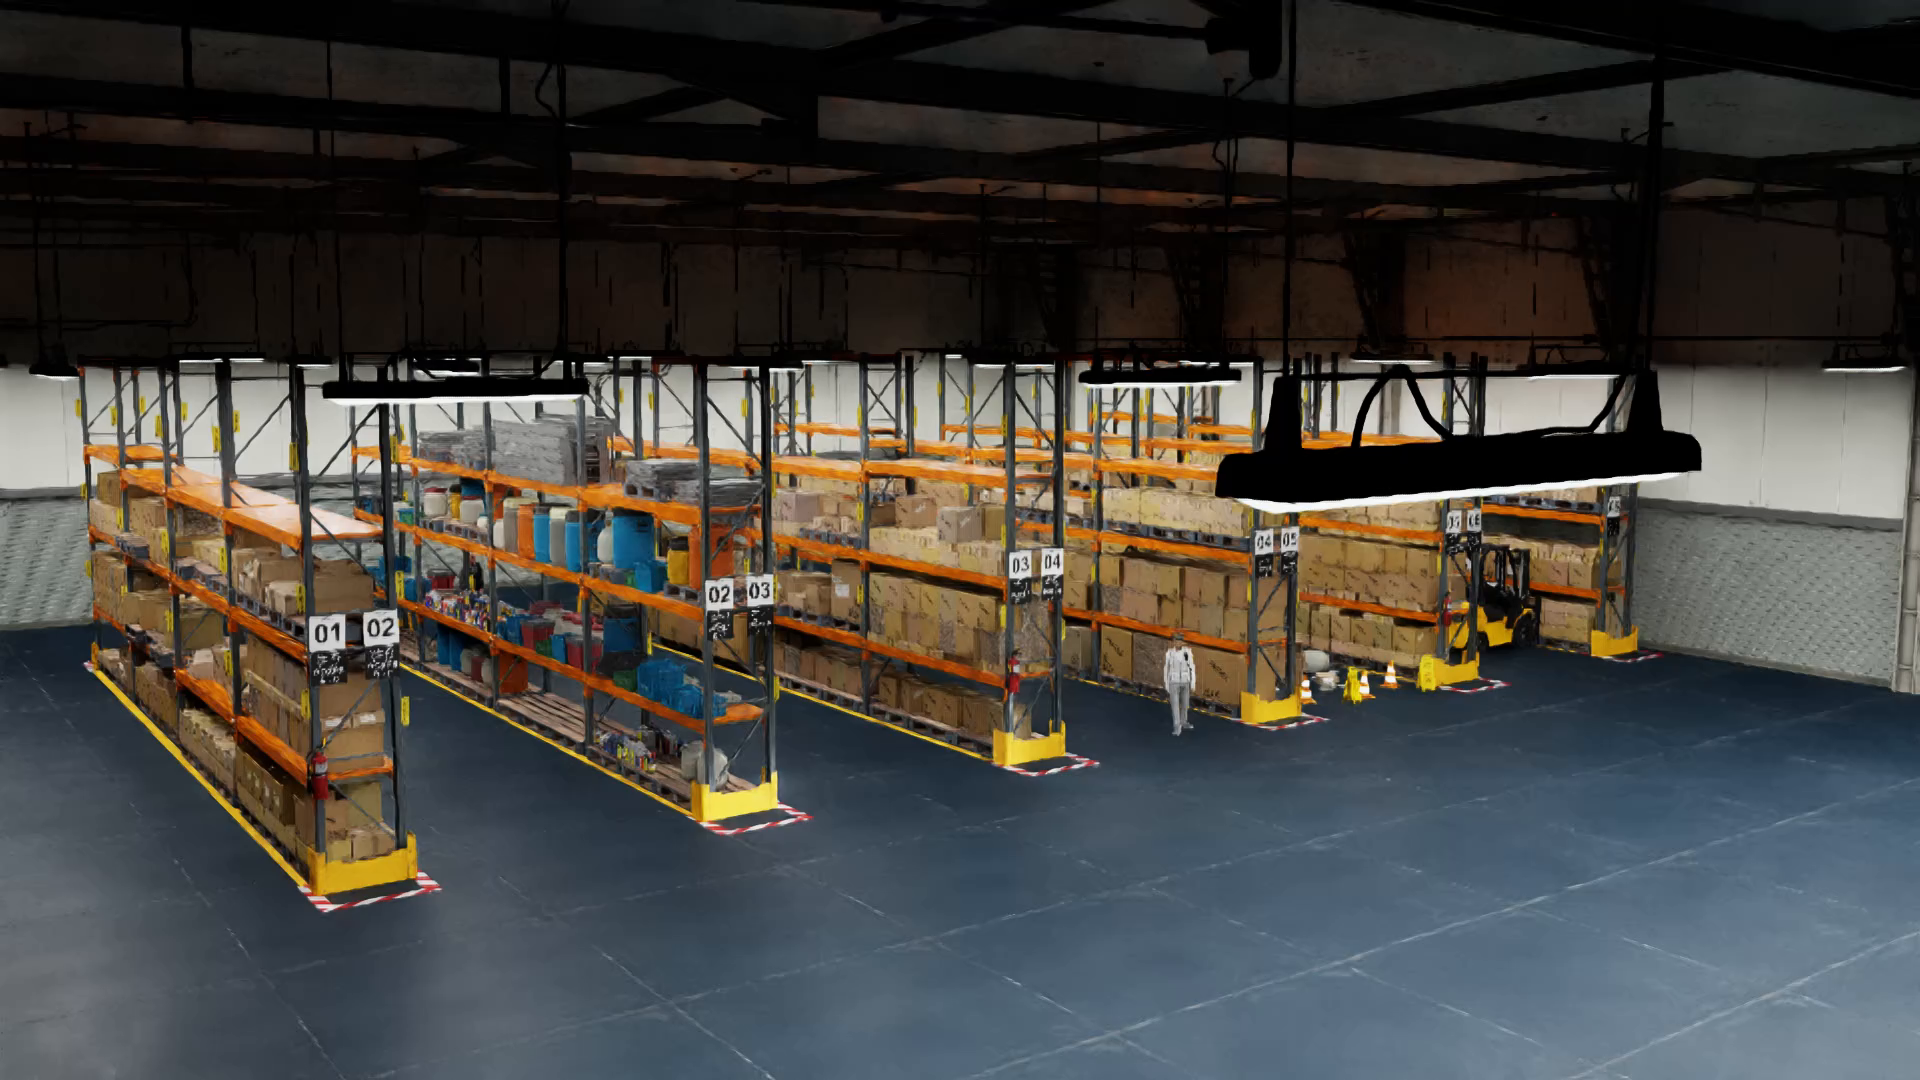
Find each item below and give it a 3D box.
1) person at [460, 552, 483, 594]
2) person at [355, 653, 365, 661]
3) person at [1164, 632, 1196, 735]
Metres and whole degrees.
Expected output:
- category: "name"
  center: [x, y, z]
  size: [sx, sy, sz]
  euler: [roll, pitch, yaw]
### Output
- category: "person"
  center: [-10.714, 0.814, 36.483]
  size: [0.544, 0.929, 0.403]
  euler: [-5, 8, -33]
- category: "person"
  center: [-10.430, 2.281, 29.033]
  size: [0.423, 0.931, 0.403]
  euler: [-1, 7, -11]
- category: "person"
  center: [3.533, 2.275, 26.758]
  size: [0.514, 1.664, 0.545]
  euler: [0, 7, 2]
